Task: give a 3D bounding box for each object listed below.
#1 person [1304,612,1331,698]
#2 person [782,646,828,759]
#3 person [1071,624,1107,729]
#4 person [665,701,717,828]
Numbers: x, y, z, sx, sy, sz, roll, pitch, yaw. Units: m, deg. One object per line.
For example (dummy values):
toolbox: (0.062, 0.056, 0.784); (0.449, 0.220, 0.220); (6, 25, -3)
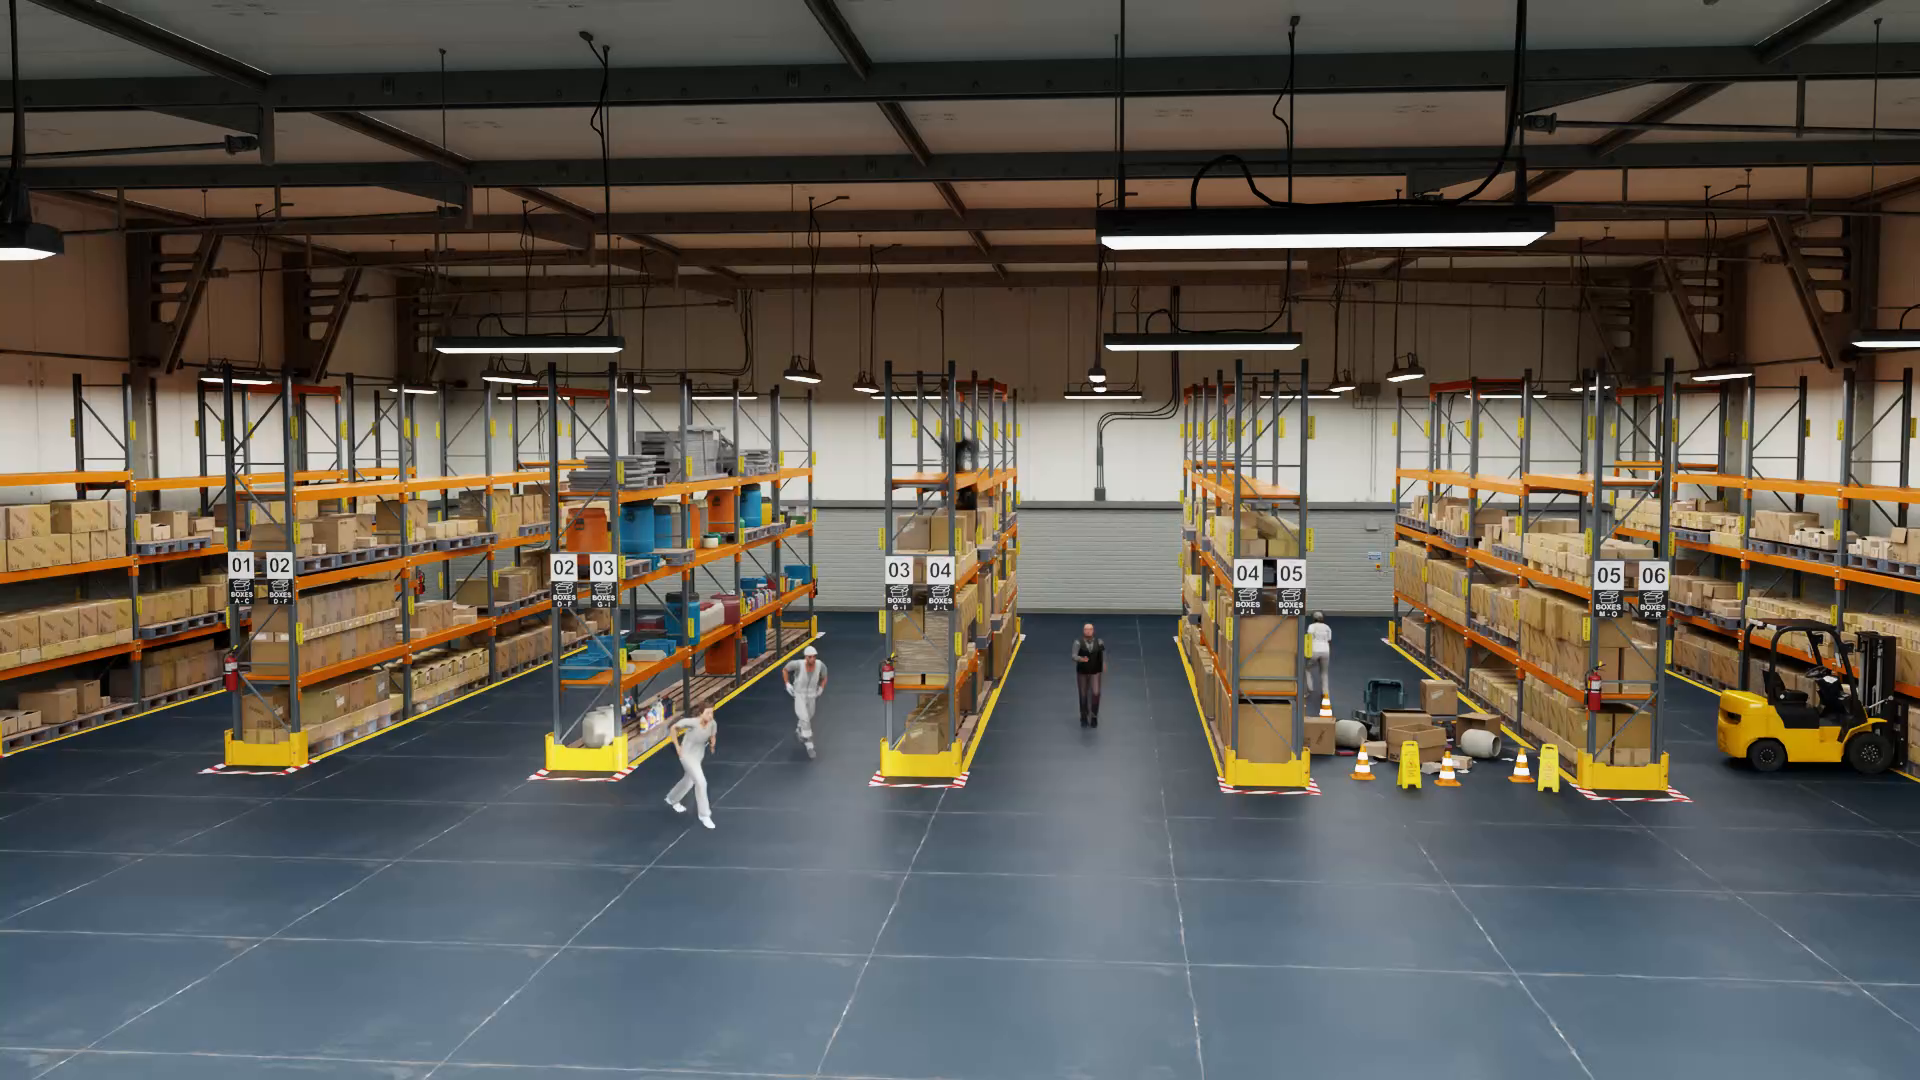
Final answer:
person: (6.700, 2.159, 31.066); (0.533, 1.617, 0.904); (0, 4, 0)
person: (-2.426, 2.469, 25.831); (0.694, 1.737, 1.047); (-1, 4, -16)
person: (2.188, 2.299, 28.139); (0.628, 1.772, 0.829); (0, 4, 1)
person: (-3.471, 2.833, 21.259); (0.606, 1.627, 0.969); (-4, 5, -44)
